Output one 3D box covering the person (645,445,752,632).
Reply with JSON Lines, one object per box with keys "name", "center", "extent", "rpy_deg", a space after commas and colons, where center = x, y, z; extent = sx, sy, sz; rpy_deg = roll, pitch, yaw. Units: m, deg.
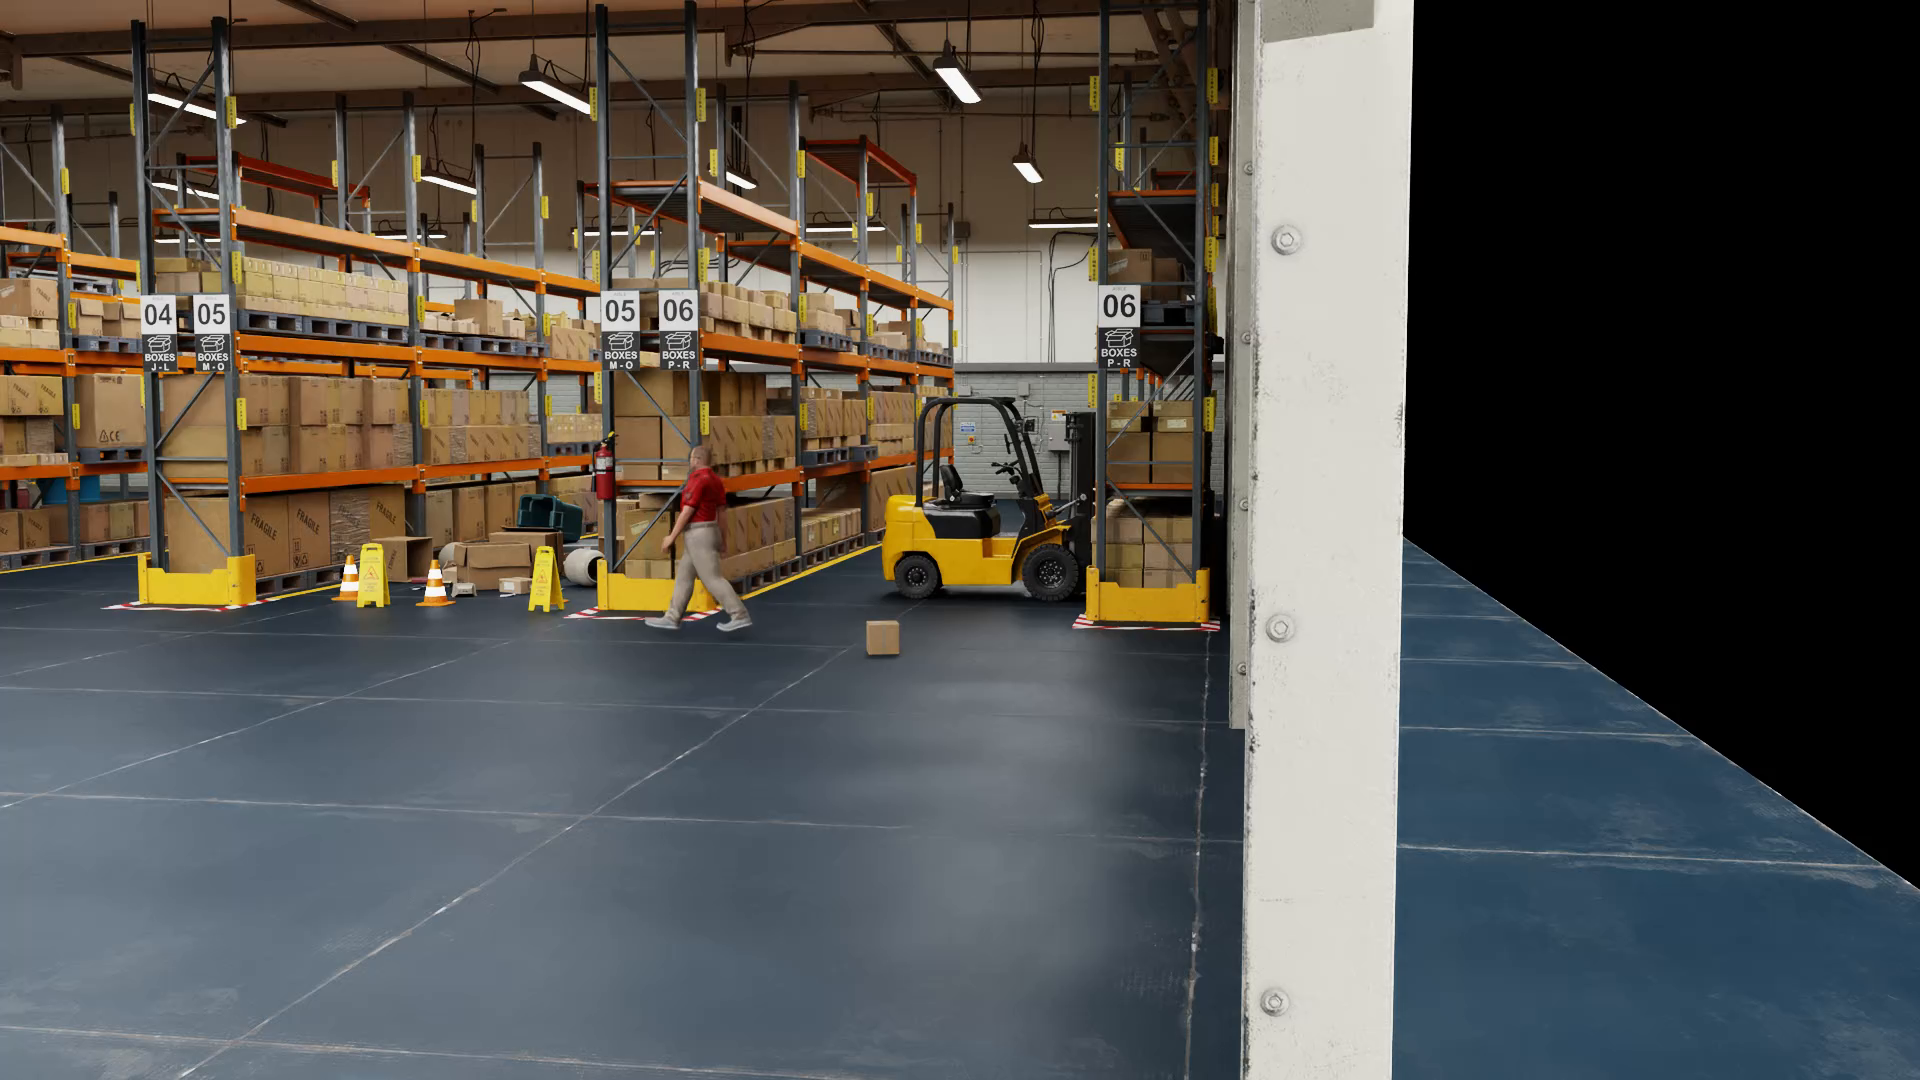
{"name": "person", "center": [-2.348, -0.009, 14.812], "extent": [1.074, 1.666, 0.545], "rpy_deg": [1, 5, 11]}
